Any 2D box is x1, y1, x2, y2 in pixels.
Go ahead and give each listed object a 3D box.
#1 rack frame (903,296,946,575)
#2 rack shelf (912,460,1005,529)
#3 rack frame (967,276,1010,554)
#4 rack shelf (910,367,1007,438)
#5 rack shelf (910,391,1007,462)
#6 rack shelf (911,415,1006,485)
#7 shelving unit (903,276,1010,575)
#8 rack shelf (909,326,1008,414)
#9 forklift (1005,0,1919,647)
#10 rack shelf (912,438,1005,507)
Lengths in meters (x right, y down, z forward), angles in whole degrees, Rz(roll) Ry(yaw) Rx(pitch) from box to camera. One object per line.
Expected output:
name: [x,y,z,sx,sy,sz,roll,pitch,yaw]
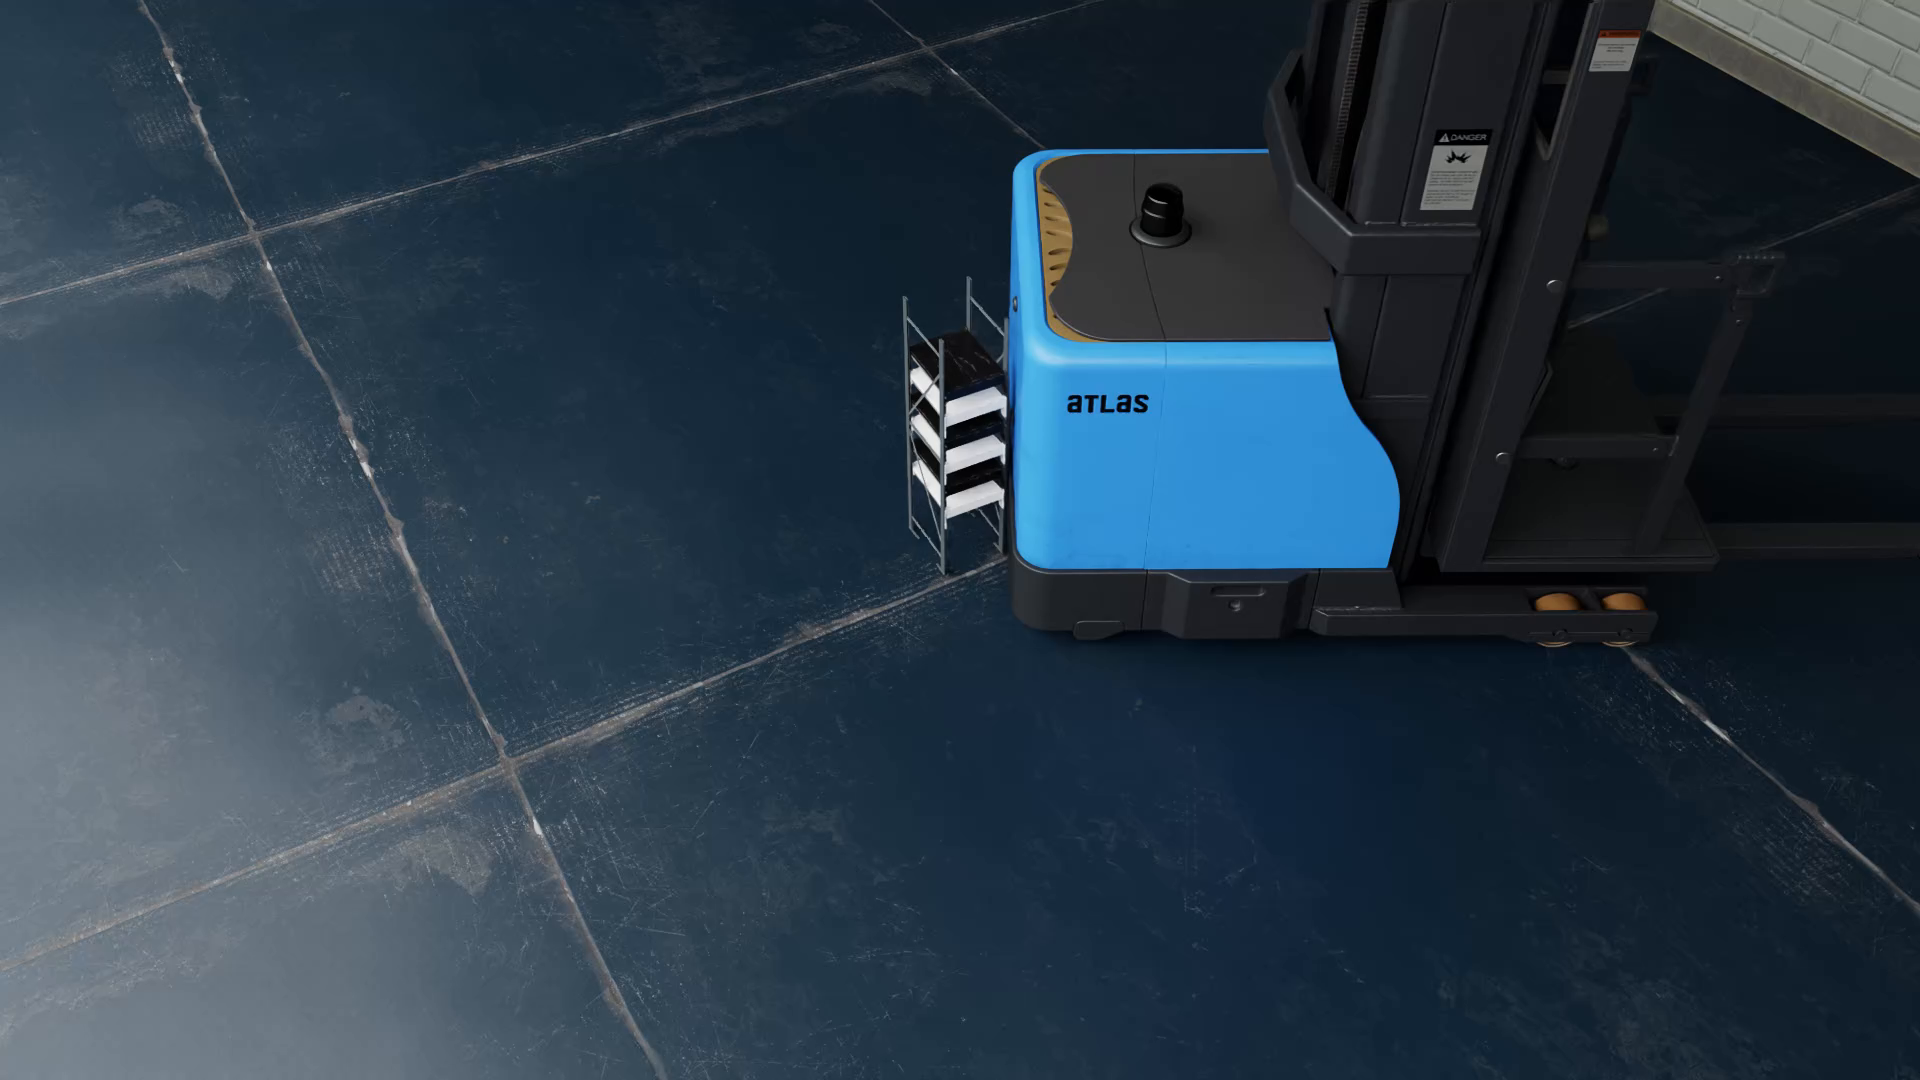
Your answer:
rack frame: [-0.102,-0.288,4.899,0.006,0.900,0.240,-20,48,-20]
rack shelf: [-0.013,-0.168,5.082,0.200,0.077,0.258,-20,48,-20]
rack frame: [0.078,-0.354,4.968,0.006,0.900,0.240,-20,48,-20]
rack shelf: [-0.012,-0.426,4.831,0.200,0.077,0.258,-20,48,-20]
rack shelf: [-0.012,-0.361,4.894,0.200,0.077,0.258,-20,48,-20]
rack shelf: [-0.012,-0.297,4.957,0.200,0.077,0.258,-20,48,-20]
shelving unit: [-0.012,-0.321,4.934,0.210,0.900,0.258,-20,48,-20]
rack shelf: [-0.012,-0.490,4.768,0.200,0.077,0.258,-20,48,-20]
forklift: [1.663,-1.107,4.286,3.031,2.935,1.130,0,44,0]
rack shelf: [-0.012,-0.232,5.020,0.200,0.077,0.258,-20,48,-20]
